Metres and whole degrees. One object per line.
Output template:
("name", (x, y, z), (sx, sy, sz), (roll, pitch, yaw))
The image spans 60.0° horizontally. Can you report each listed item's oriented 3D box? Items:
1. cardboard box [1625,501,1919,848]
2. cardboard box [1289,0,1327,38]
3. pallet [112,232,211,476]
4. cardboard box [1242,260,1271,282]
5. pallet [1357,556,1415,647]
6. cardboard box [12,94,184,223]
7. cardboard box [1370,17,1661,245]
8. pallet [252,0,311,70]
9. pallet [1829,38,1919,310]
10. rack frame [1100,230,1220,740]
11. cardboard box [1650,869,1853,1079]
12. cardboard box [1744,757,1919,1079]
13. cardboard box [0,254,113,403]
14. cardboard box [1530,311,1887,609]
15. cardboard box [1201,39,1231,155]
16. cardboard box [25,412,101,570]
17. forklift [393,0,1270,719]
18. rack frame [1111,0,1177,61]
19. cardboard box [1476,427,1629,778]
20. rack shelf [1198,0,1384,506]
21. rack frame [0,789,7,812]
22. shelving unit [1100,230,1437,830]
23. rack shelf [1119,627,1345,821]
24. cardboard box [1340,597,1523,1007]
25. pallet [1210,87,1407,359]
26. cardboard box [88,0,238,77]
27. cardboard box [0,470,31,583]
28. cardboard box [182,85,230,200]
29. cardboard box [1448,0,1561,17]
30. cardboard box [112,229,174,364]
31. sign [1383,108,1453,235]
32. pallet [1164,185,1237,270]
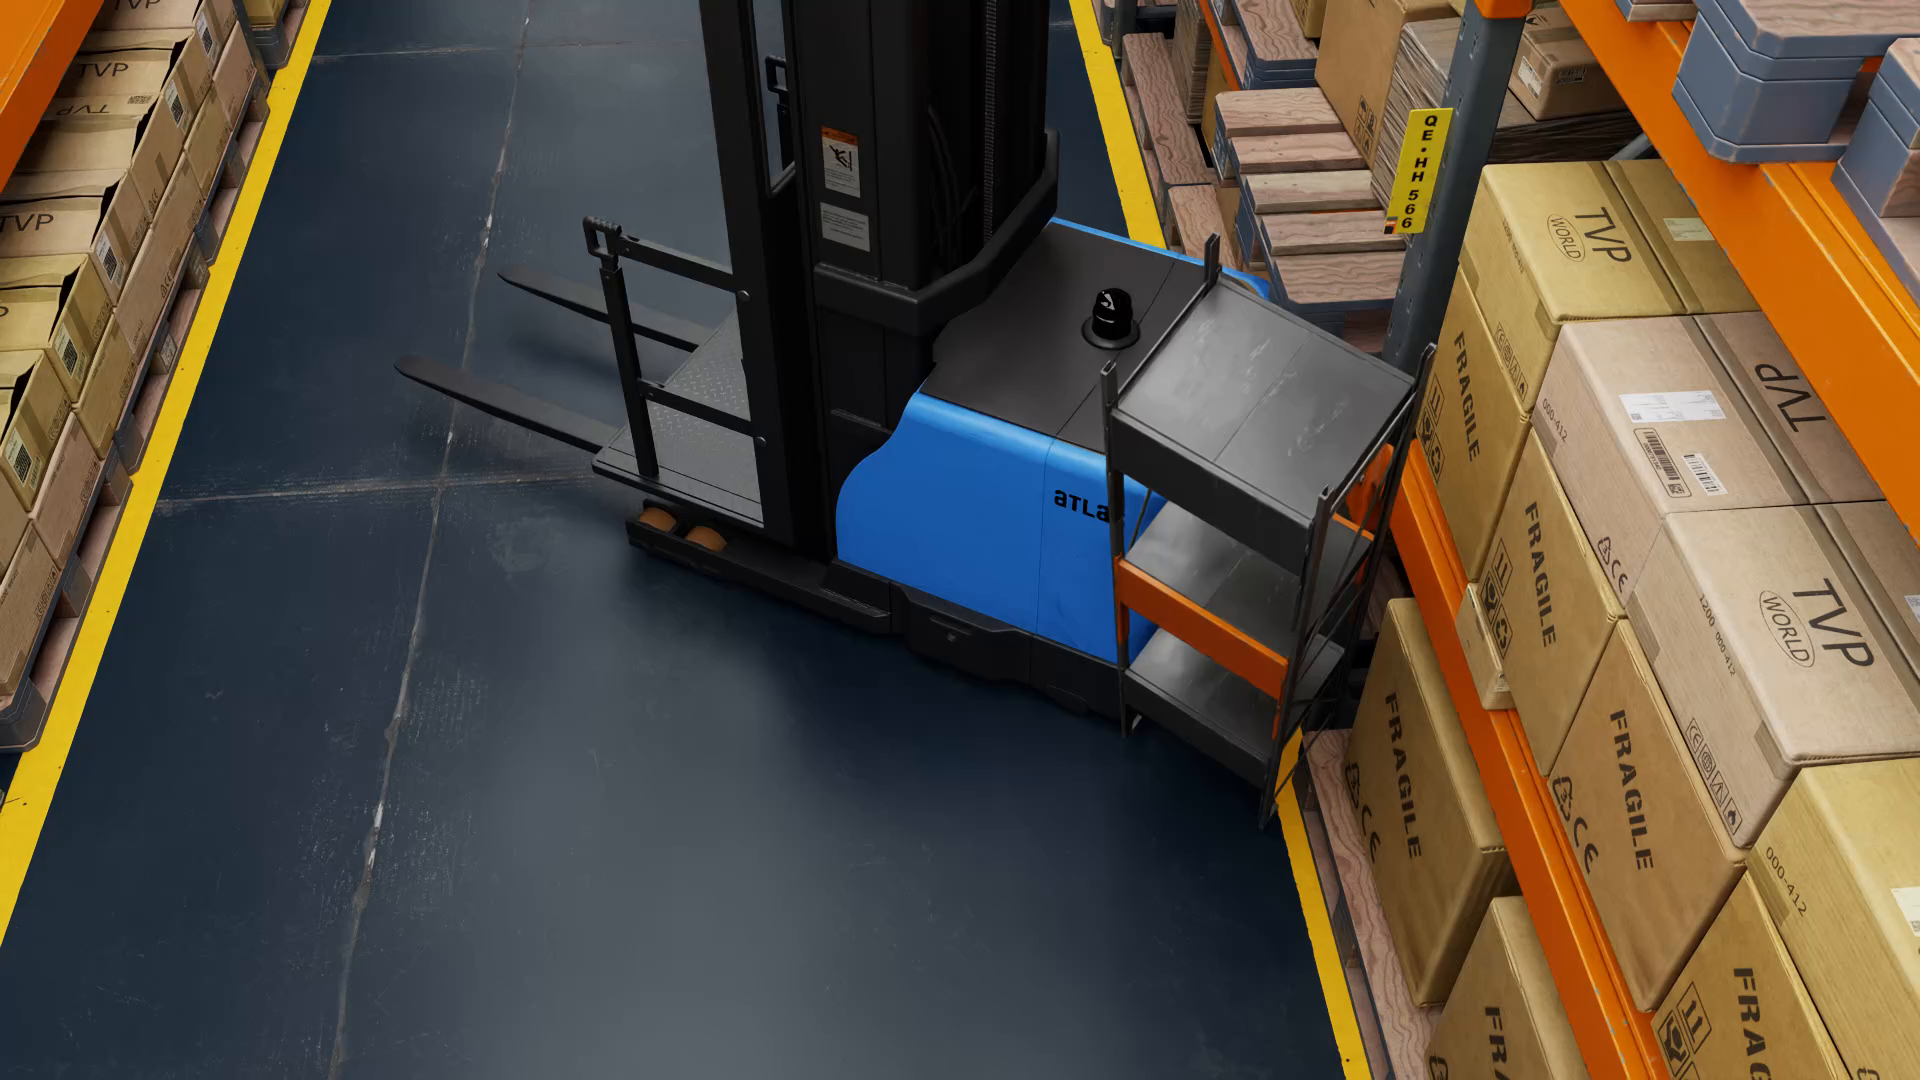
("cardboard box", (1.438, 0.204, 2.687), (0.500, 0.250, 0.500), (-3, 47, -3))
("cardboard box", (1.389, -1.914, 5.125), (0.700, 0.500, 0.500), (-3, 47, -3))
("pallet", (-3.500, -0.705, 6.272), (1.003, 0.211, 1.213), (-3, 47, -3))
("cardboard box", (1.456, -1.036, 6.084), (0.700, 0.500, 0.500), (-4, 47, -4))
("pallet", (1.501, -0.096, 5.695), (1.003, 0.211, 1.213), (-3, 47, -3))
("cardboard box", (-3.297, -1.458, 6.284), (0.500, 0.311, 0.500), (-4, 47, -3))
("cardboard box", (1.516, -1.014, 4.273), (0.700, 0.500, 0.500), (-8, 47, -8))
("pallet", (-3.731, -2.699, 8.160), (1.003, 0.211, 1.213), (-3, 47, -3))
("pallet", (1.768, -0.184, 1.923), (1.003, 0.211, 1.213), (-2, 47, -1))
("rack frame", (0.509, -0.005, 4.216), (0.015, 2.100, 0.400), (32, 71, 20))
("cardboard box", (1.477, 0.849, 2.592), (0.500, 0.500, 0.500), (-2, 47, -2))
("cardboard box", (1.487, 0.573, 2.338), (0.500, 0.250, 0.500), (-4, 47, -4))
("cardboard box", (-3.215, -0.723, 5.587), (0.500, 0.311, 0.500), (-5, 47, -4))
("cardboard box", (1.392, -0.158, 3.029), (0.500, 0.250, 0.500), (-4, 47, -4))
("cardboard box", (1.402, -1.773, 6.781), (0.700, 0.500, 0.500), (-4, 47, -4))
("cardboard box", (-3.165, -0.145, 5.426), (0.500, 0.250, 0.500), (-5, 47, -4))
("forklift", (-0.561, -1.213, 4.880), (3.031, 2.935, 1.130), (20, 50, 18))
("rack frame", (1.230, -3.383, 6.888), (1.000, 3.000, 0.127), (-3, 47, -3))
("cardboard box", (1.385, 0.114, 3.289), (0.500, 0.500, 0.500), (-2, 47, -2))
("rack shelf", (1.398, -1.689, 5.779), (1.077, 0.370, 4.000), (-3, 47, -3))
("rack frame", (-3.371, -0.185, 3.860), (1.000, 3.000, 0.127), (-3, 47, -3))
("shelving unit", (0.703, 0.117, 4.131), (0.503, 2.100, 0.431), (32, 71, 20))
("rack shelf", (0.779, 0.434, 4.767), (0.480, 0.518, 0.431), (32, 71, 20))
("cardboard box", (1.496, 0.646, 4.264), (0.750, 0.750, 0.750), (-4, 47, -4))
("pallet", (1.399, -0.932, 4.699), (1.213, 0.211, 1.003), (-3, 47, -3))
("cardboard box", (-3.386, -2.196, 6.982), (0.500, 0.311, 0.500), (-3, 47, -3))
("cardboard box", (-3.122, 0.026, 4.878), (0.500, 0.311, 0.500), (-2, 47, -2))
("cardboard box", (-3.342, -1.630, 6.832), (0.500, 0.250, 0.500), (-4, 47, -4))
("cardboard box", (1.465, -1.378, 4.170), (0.380, 0.149, 0.250), (-11, 47, -10))
("cardboard box", (-3.257, -0.891, 6.133), (0.500, 0.250, 0.500), (-3, 47, -2))
("sign", (1.025, -0.820, 3.718), (0.100, 0.325, 0.005), (-3, 47, -3))
("pallet", (1.402, -0.976, 6.529), (1.003, 0.211, 1.213), (-3, 47, -3))
